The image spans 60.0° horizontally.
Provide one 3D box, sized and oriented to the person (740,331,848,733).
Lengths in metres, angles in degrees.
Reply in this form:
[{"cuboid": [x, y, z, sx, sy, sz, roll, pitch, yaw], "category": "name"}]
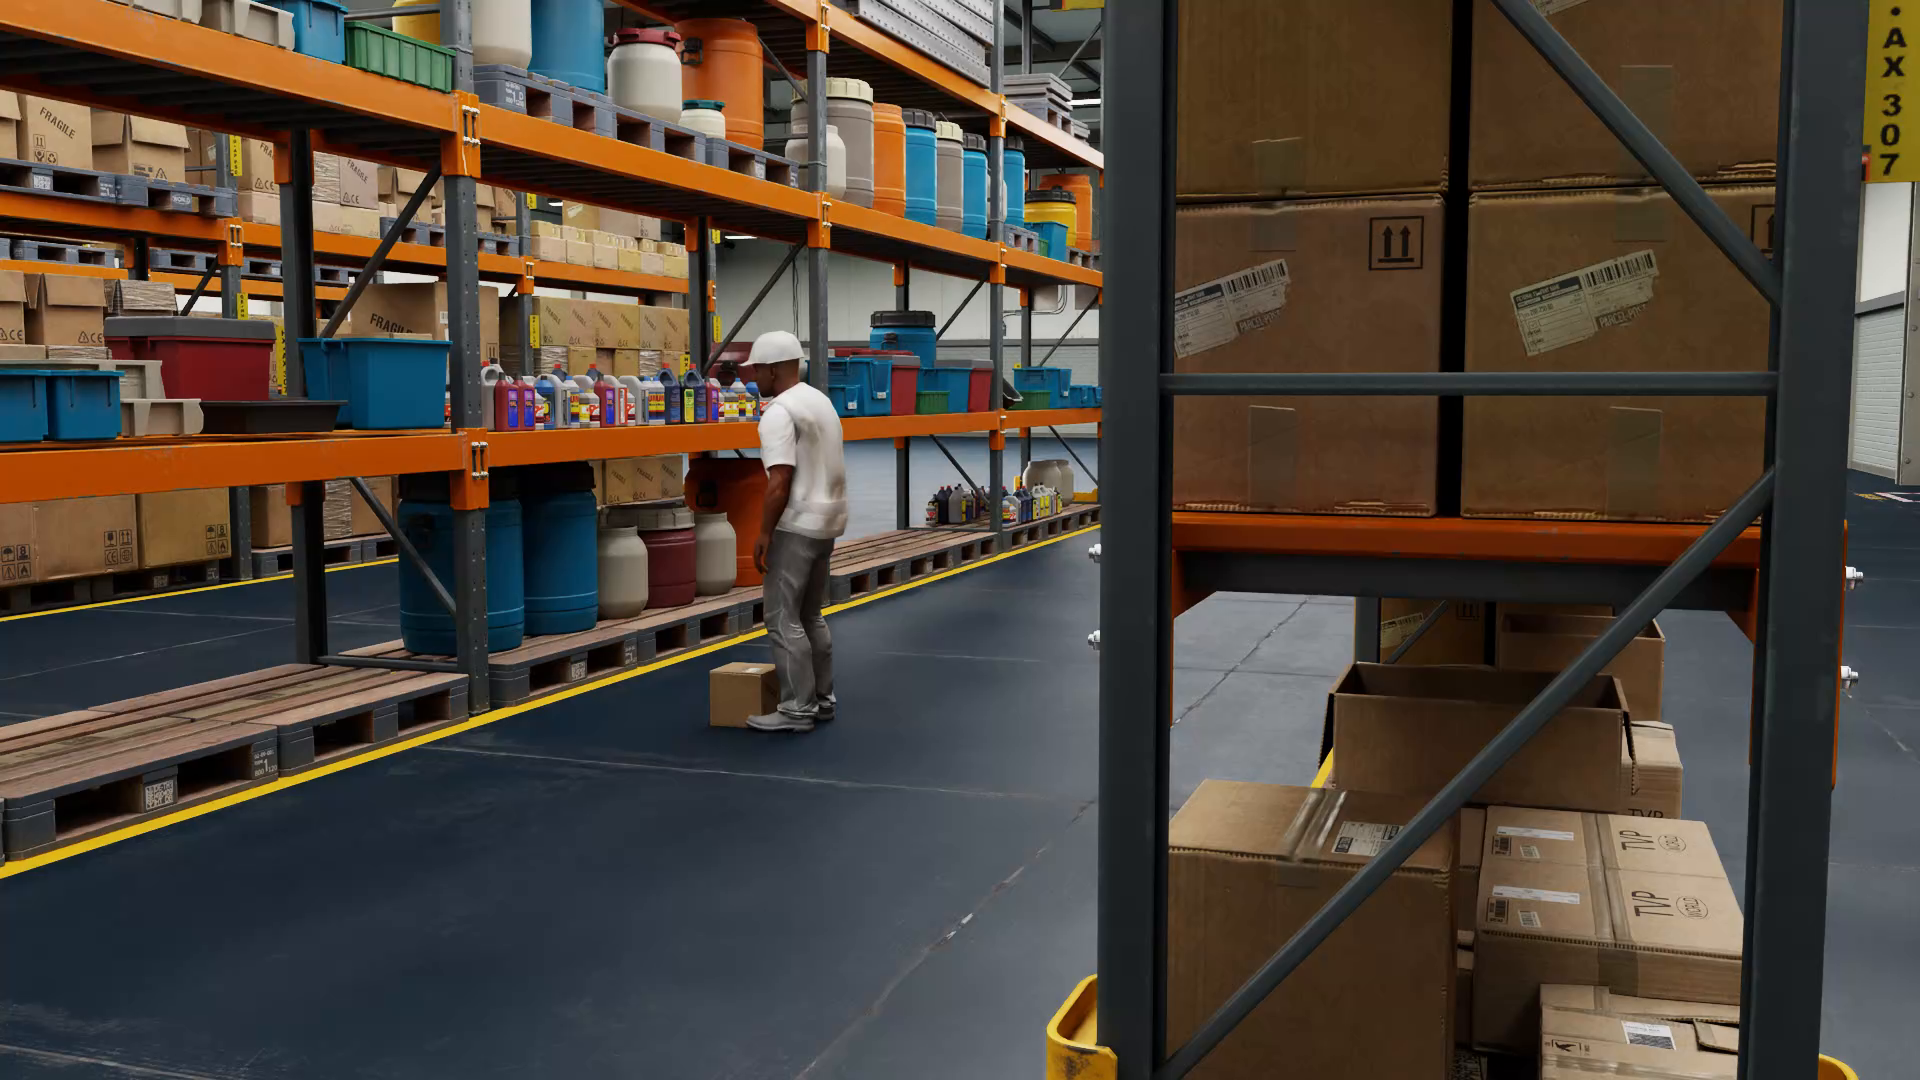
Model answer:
[{"cuboid": [-0.740, -0.044, 7.394, 0.460, 1.760, 0.627, 2, 5, 19], "category": "person"}]
